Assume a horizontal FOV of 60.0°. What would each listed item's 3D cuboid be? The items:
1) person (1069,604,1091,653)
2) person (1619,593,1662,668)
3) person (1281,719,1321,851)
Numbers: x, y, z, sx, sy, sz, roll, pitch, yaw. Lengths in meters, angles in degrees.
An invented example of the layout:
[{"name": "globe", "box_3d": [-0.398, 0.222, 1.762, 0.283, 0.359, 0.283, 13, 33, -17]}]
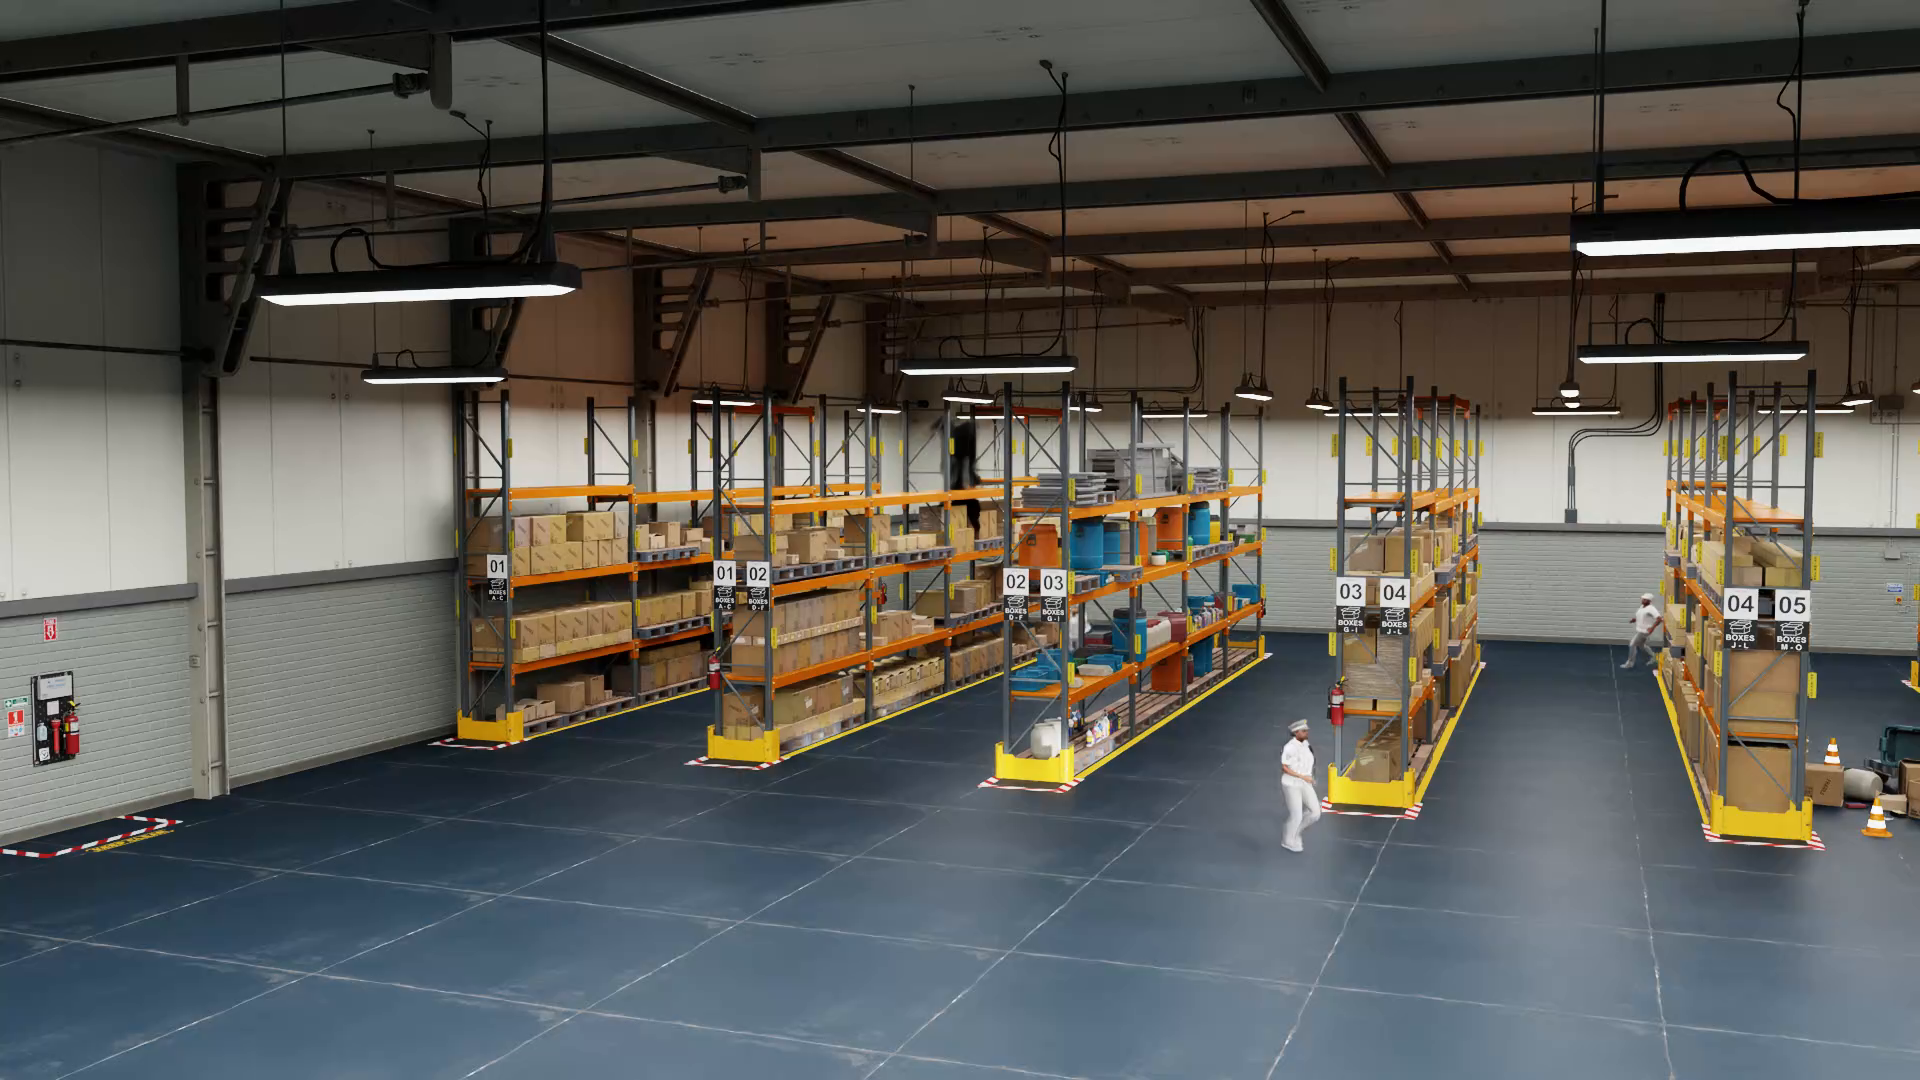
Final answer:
[{"name": "person", "box_3d": [2.500, 2.174, 36.365, 0.605, 1.659, 0.530, 1, 3, 20]}, {"name": "person", "box_3d": [15.425, 2.055, 37.616, 0.900, 1.738, 0.765, 0, 3, 8]}, {"name": "person", "box_3d": [4.216, 3.033, 20.575, 0.575, 1.659, 0.561, -3, 4, -40]}]
